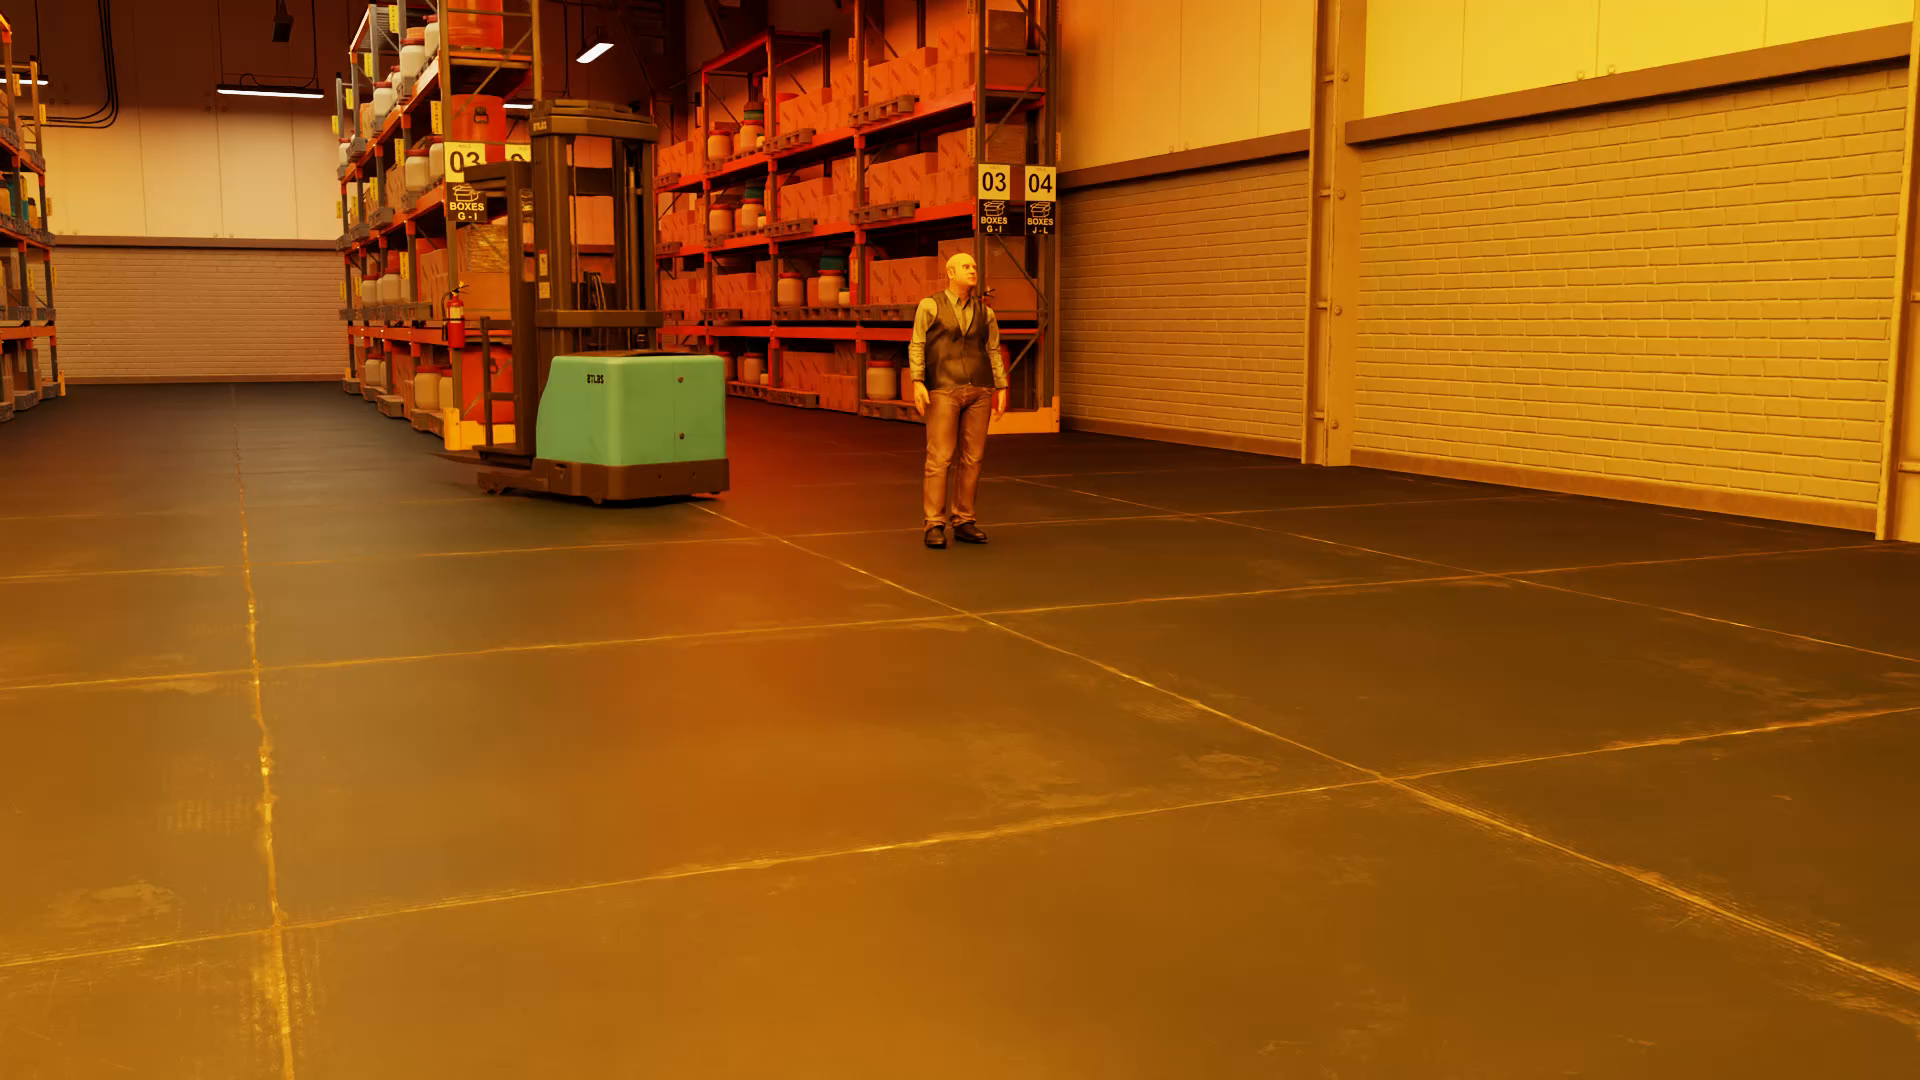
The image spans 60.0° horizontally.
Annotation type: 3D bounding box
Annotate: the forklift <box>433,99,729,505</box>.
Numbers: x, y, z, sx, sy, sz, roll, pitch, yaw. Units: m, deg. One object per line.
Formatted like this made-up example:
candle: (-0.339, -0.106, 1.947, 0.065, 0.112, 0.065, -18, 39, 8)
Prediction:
forklift: (-3.119, -1.846, 12.943, 1.130, 2.935, 3.031, -7, 11, -44)

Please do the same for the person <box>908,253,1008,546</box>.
person: (0.017, -0.853, 9.981, 0.632, 1.720, 0.568, -3, 8, -23)
